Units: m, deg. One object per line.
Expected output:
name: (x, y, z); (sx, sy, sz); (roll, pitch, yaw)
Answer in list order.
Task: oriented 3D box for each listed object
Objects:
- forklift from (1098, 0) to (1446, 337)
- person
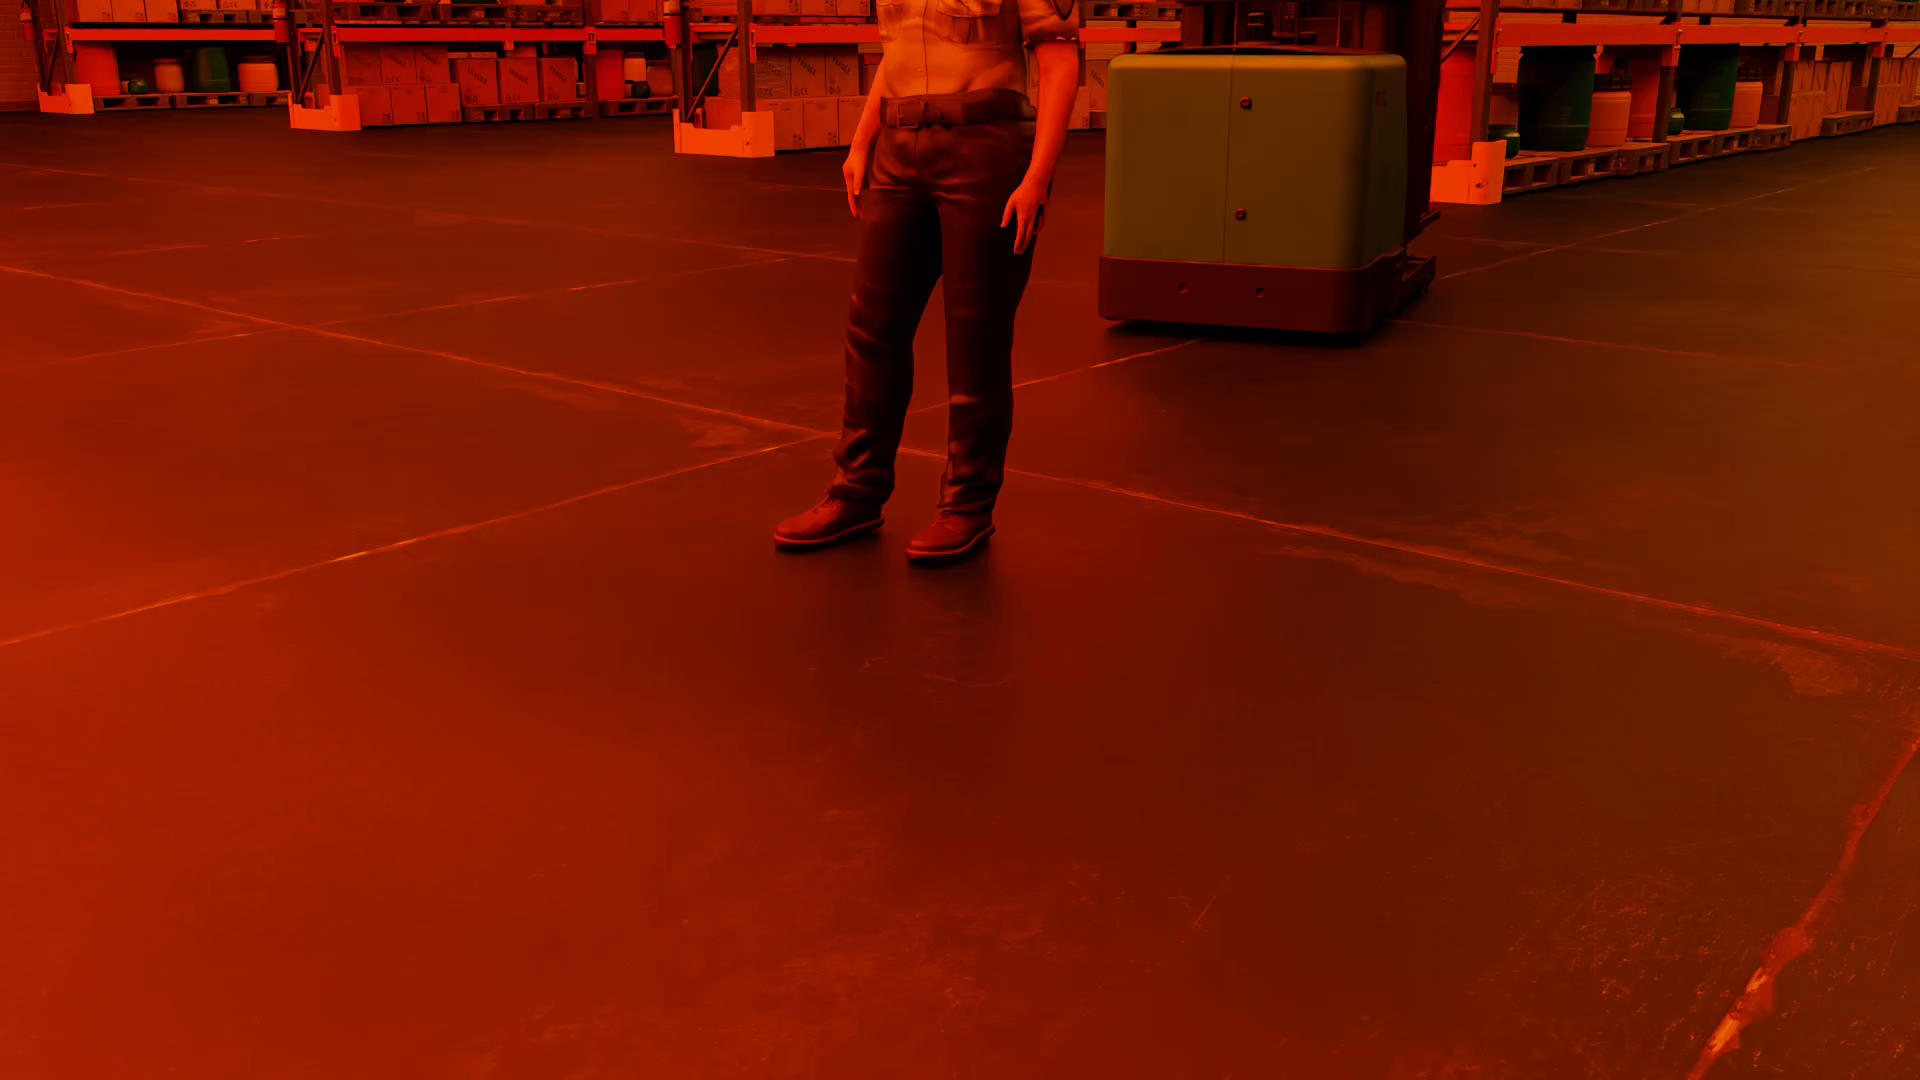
forklift: (1.596, -2.566, 7.348); (1.130, 2.935, 3.031); (7, 18, 22)
person: (-0.075, -0.779, 3.648); (0.598, 1.651, 0.502); (13, 21, 37)
